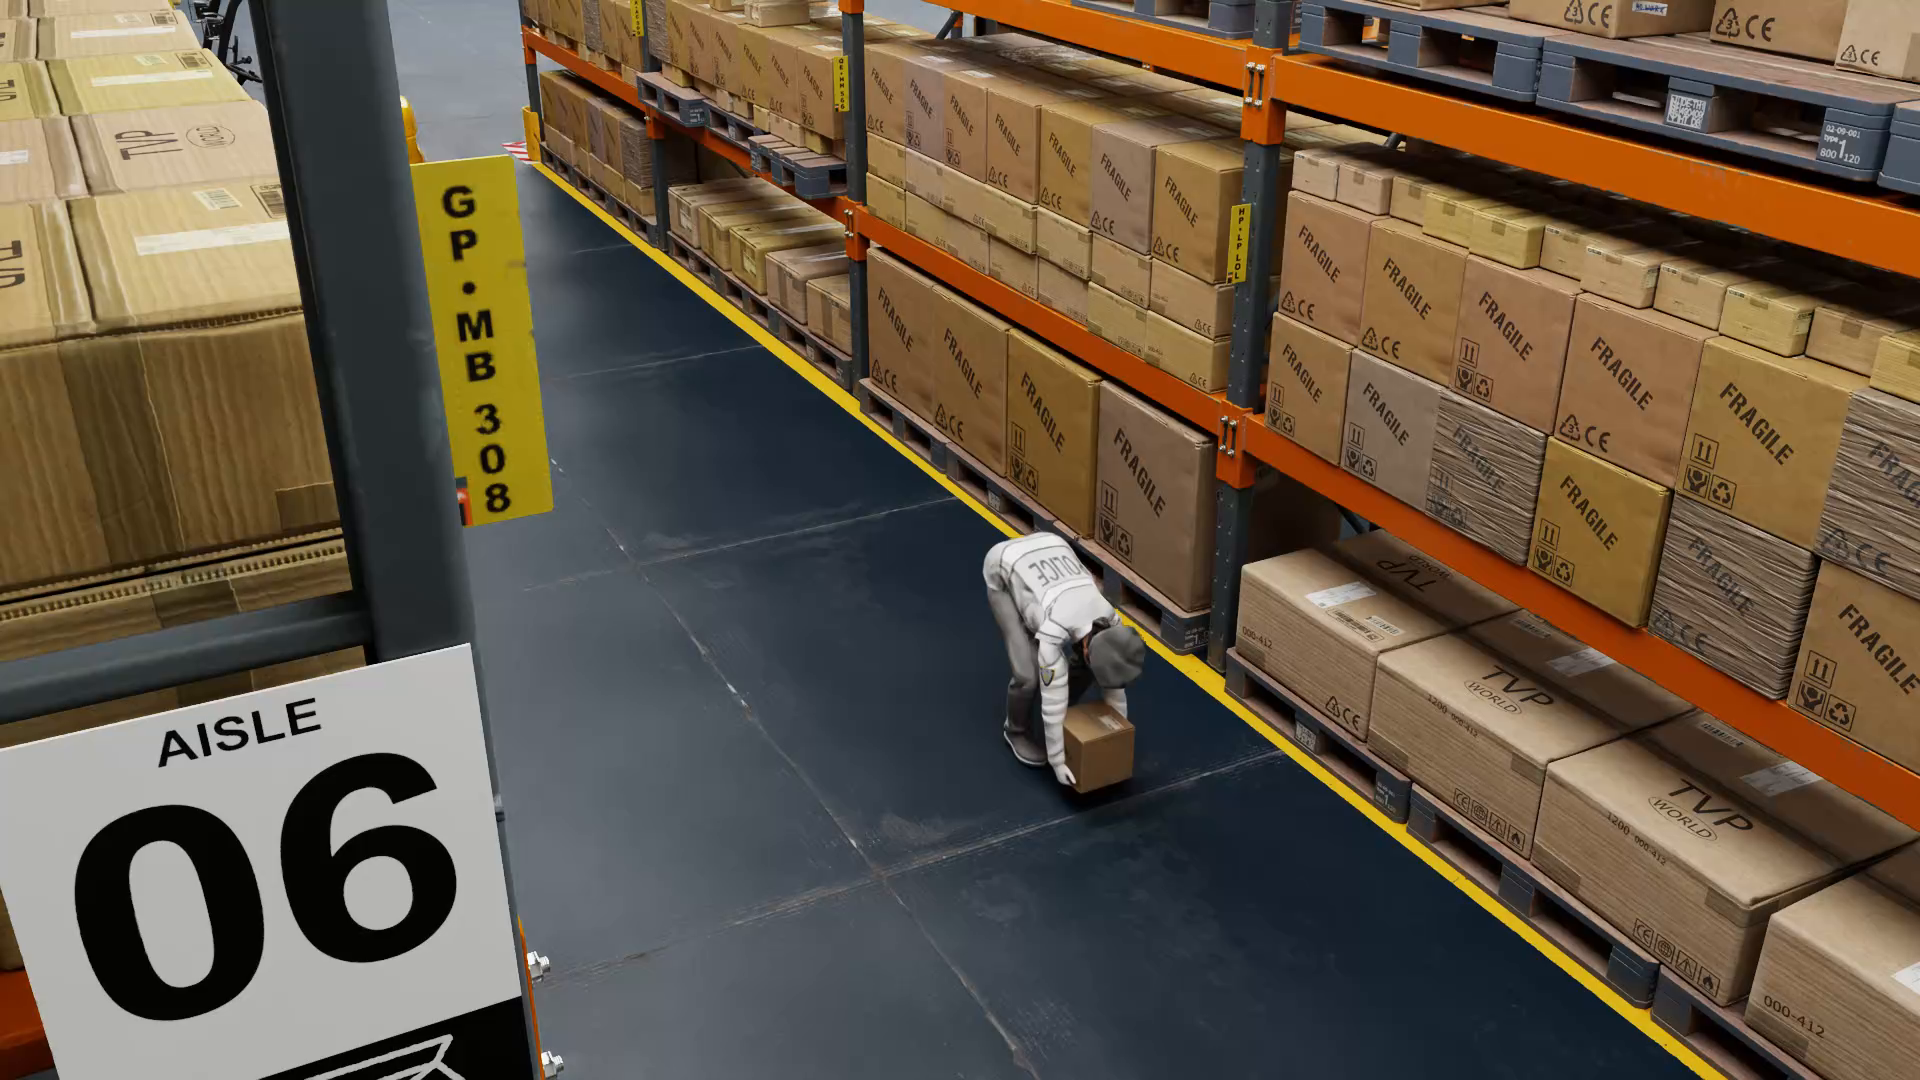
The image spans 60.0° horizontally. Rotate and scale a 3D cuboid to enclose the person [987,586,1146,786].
[{"bbox_3d":[0.442,0.529,6.886,0.445,0.906,0.876,-14,29,-27],"label":"person"}]
